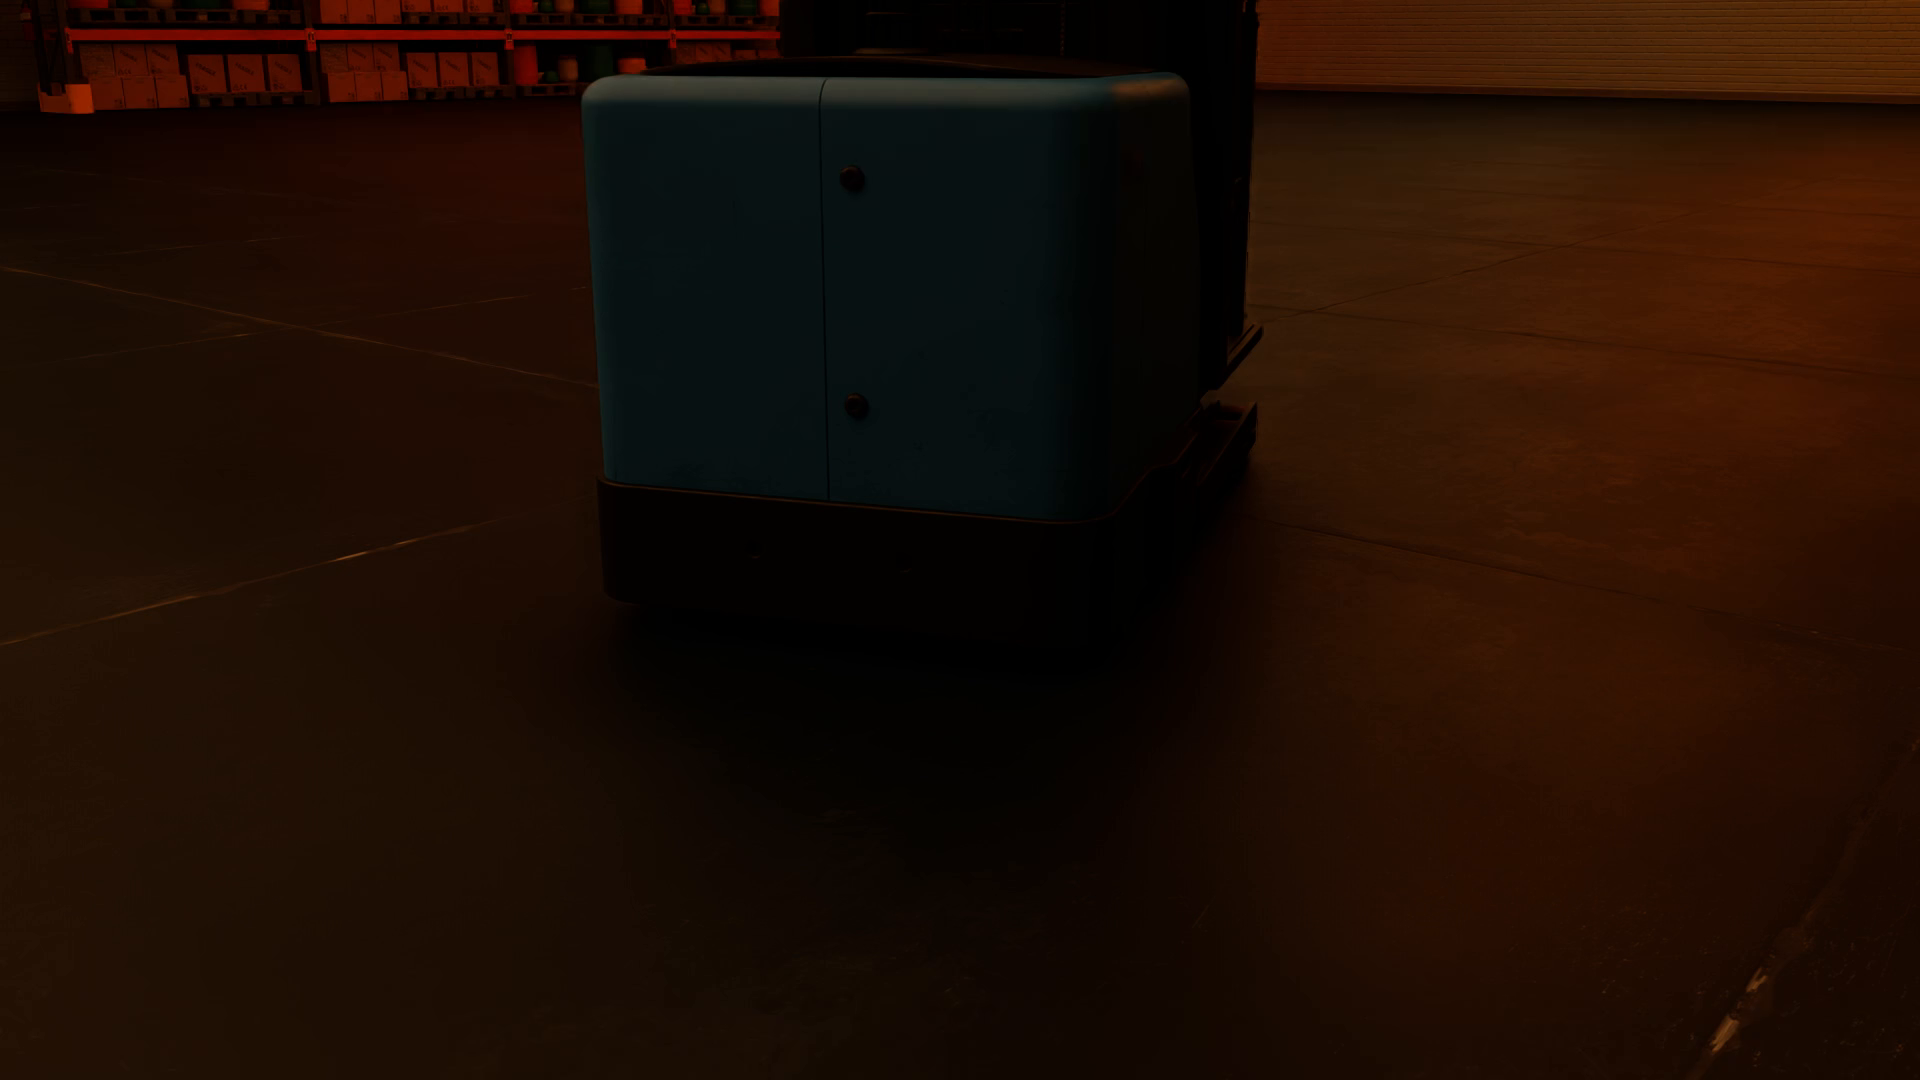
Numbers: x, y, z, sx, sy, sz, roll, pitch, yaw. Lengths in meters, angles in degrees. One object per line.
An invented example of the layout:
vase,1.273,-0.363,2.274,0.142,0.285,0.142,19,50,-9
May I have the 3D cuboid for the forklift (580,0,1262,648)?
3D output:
forklift,0.204,-1.592,4.140,1.130,2.935,3.031,5,18,17
